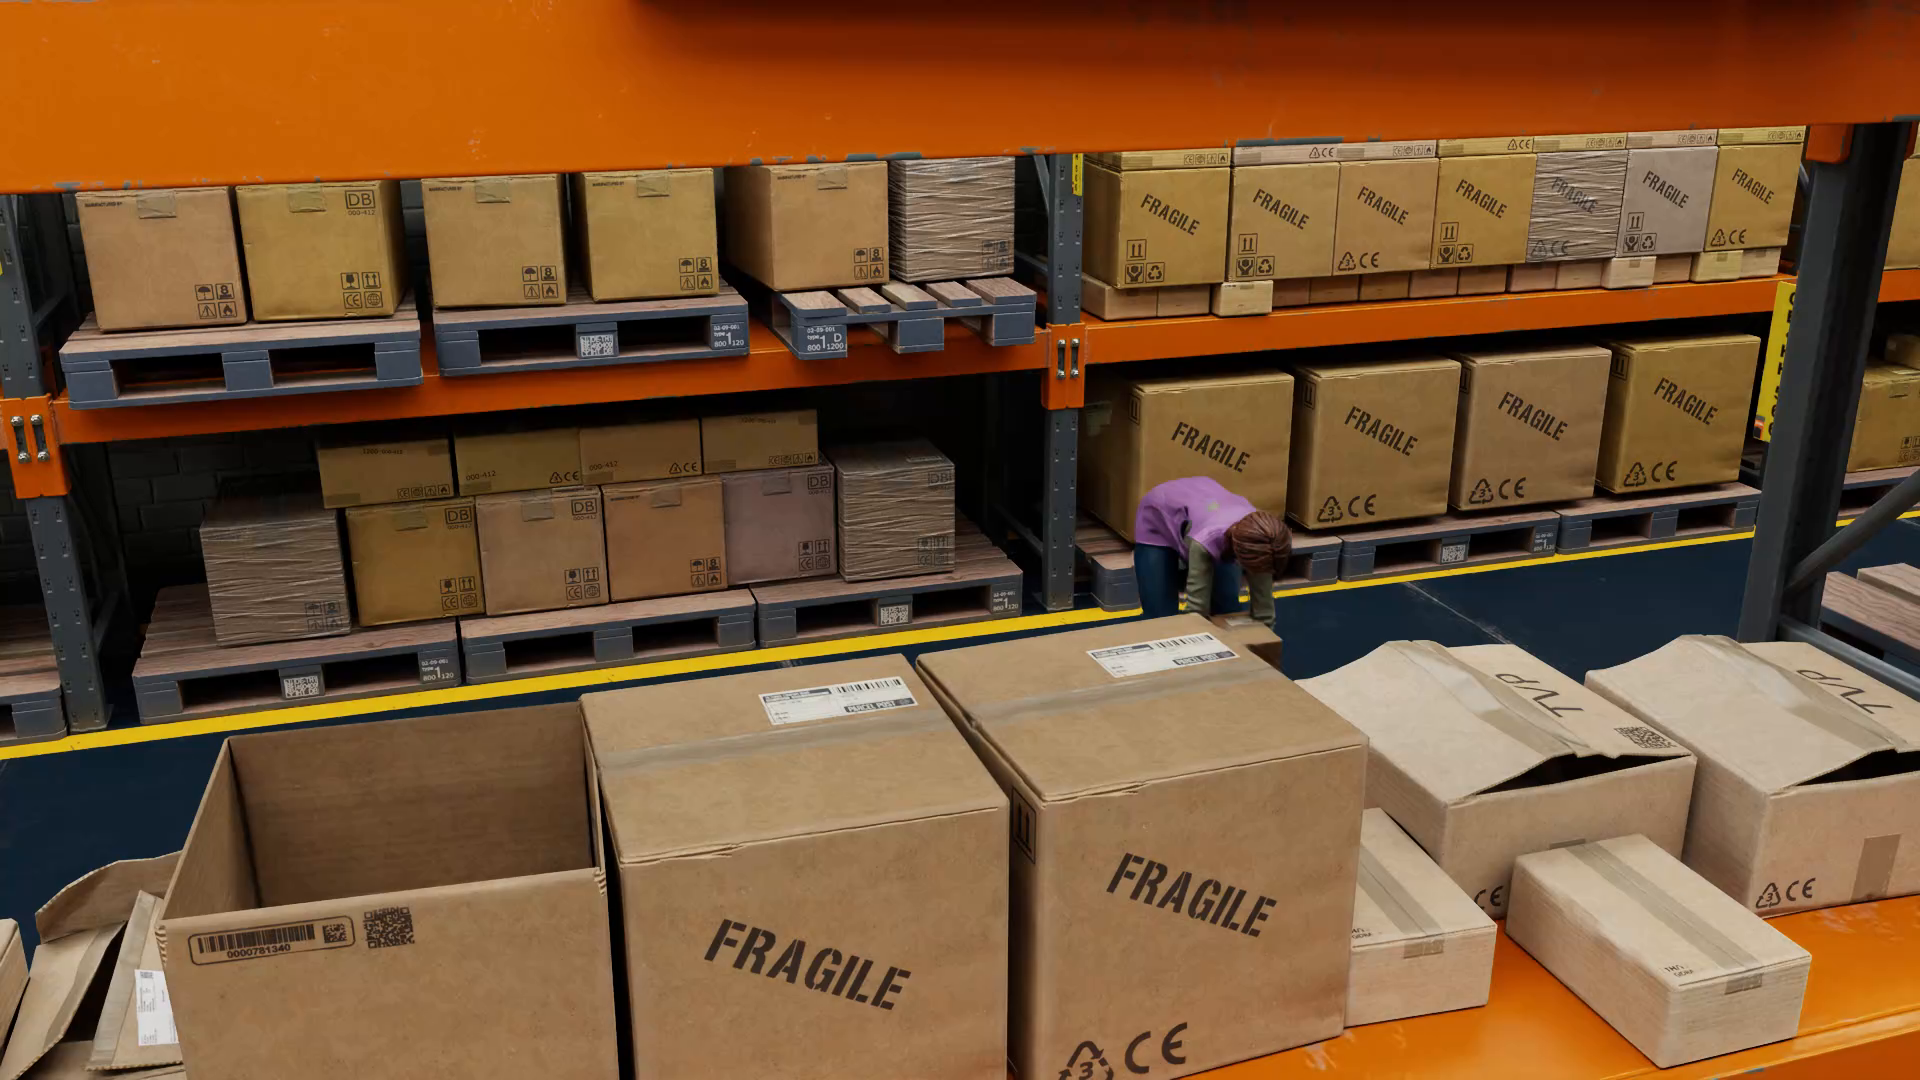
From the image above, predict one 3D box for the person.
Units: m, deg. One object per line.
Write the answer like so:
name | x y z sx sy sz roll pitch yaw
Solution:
person | 0.911 0.307 6.038 0.390 1.051 0.865 -7 21 -19
